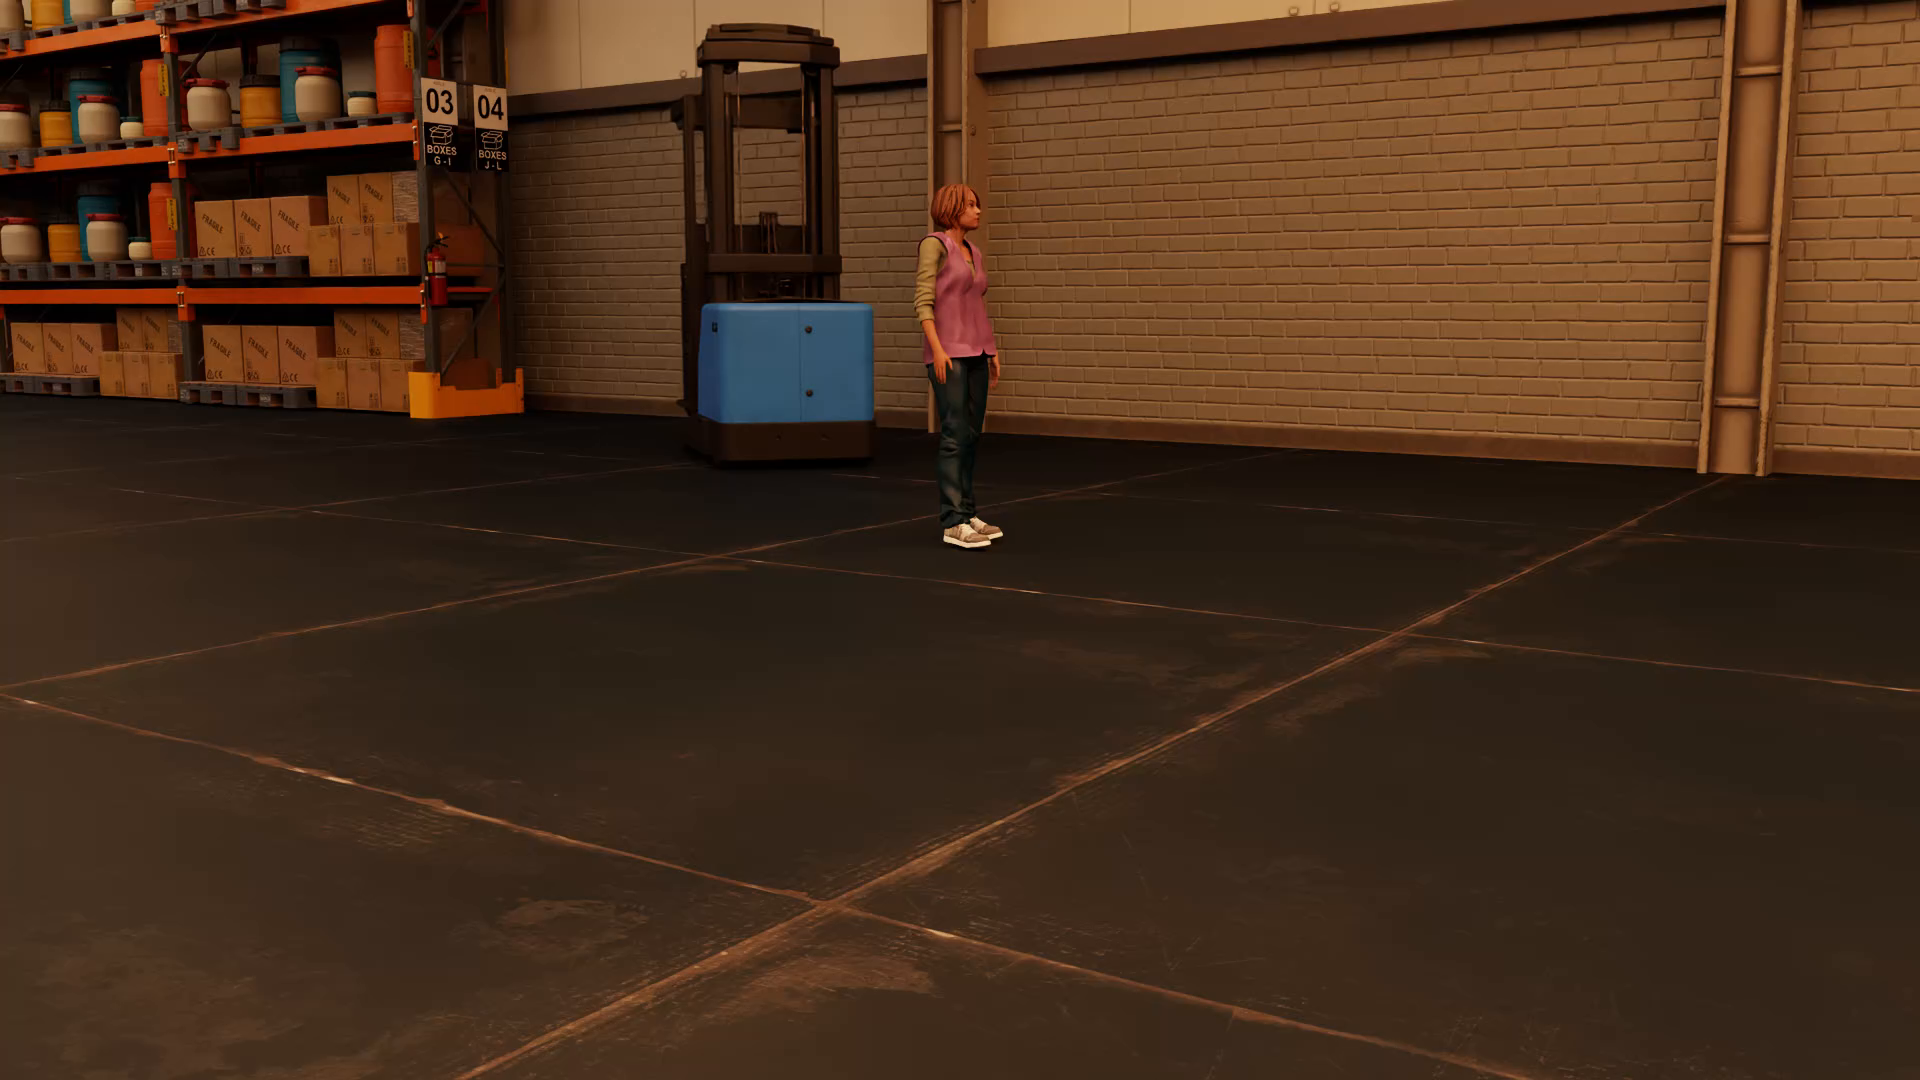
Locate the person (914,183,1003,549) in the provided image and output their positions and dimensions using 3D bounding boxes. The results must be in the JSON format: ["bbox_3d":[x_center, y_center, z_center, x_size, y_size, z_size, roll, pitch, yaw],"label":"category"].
[{"bbox_3d":[0.053,-0.791,7.438,0.476,1.597,0.520,5,10,34],"label":"person"}]

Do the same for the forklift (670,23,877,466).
[{"bbox_3d":[-1.467,-2.106,12.005,1.130,2.935,3.031,-2,8,-17],"label":"forklift"}]
